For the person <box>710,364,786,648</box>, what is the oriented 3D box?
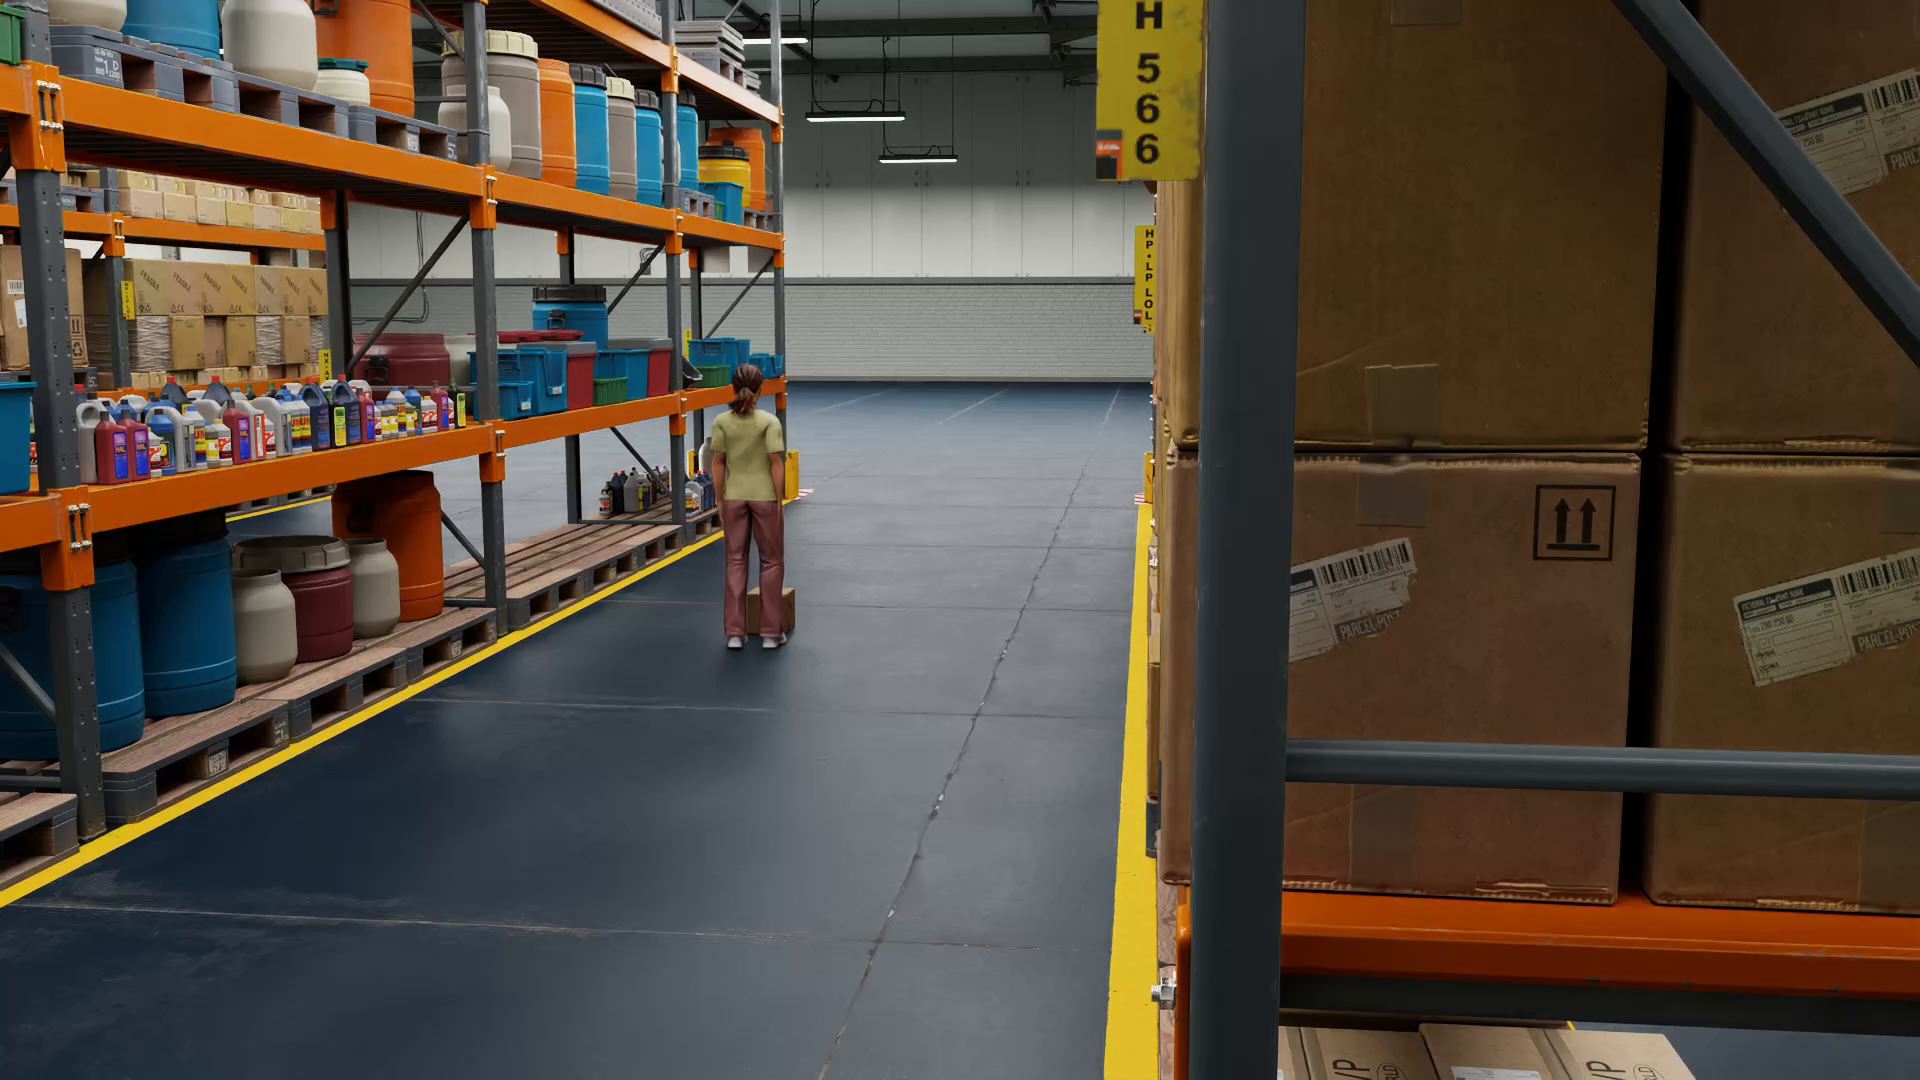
[{"bbox_3d":[-1.238,-0.197,9.791,0.442,1.672,0.362,1,8,7],"label":"person"}]
